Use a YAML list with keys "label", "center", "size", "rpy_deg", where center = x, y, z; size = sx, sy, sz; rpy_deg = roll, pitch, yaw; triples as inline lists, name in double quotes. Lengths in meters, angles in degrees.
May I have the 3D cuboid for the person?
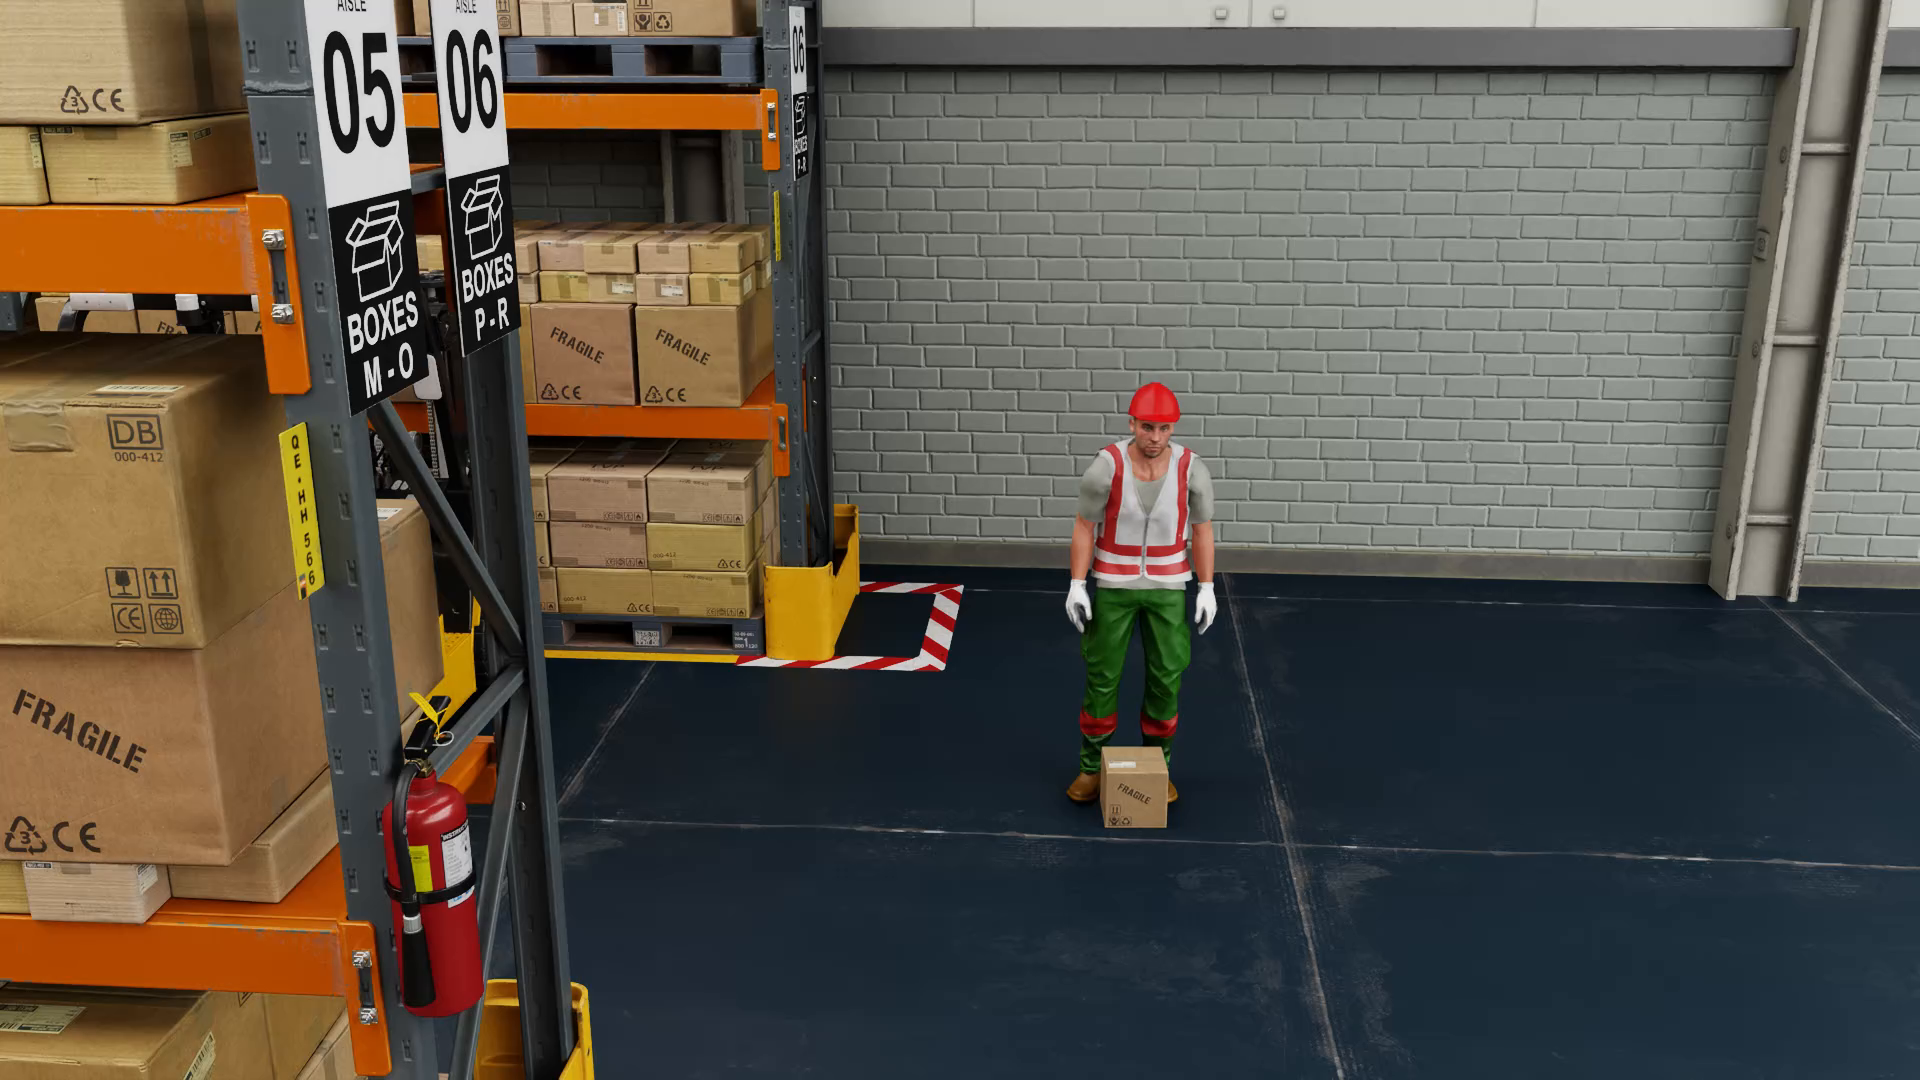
- label: "person"
  center: [0.745, 0.219, 6.819]
  size: [0.623, 1.780, 0.446]
  rpy_deg: [1, 17, 2]
